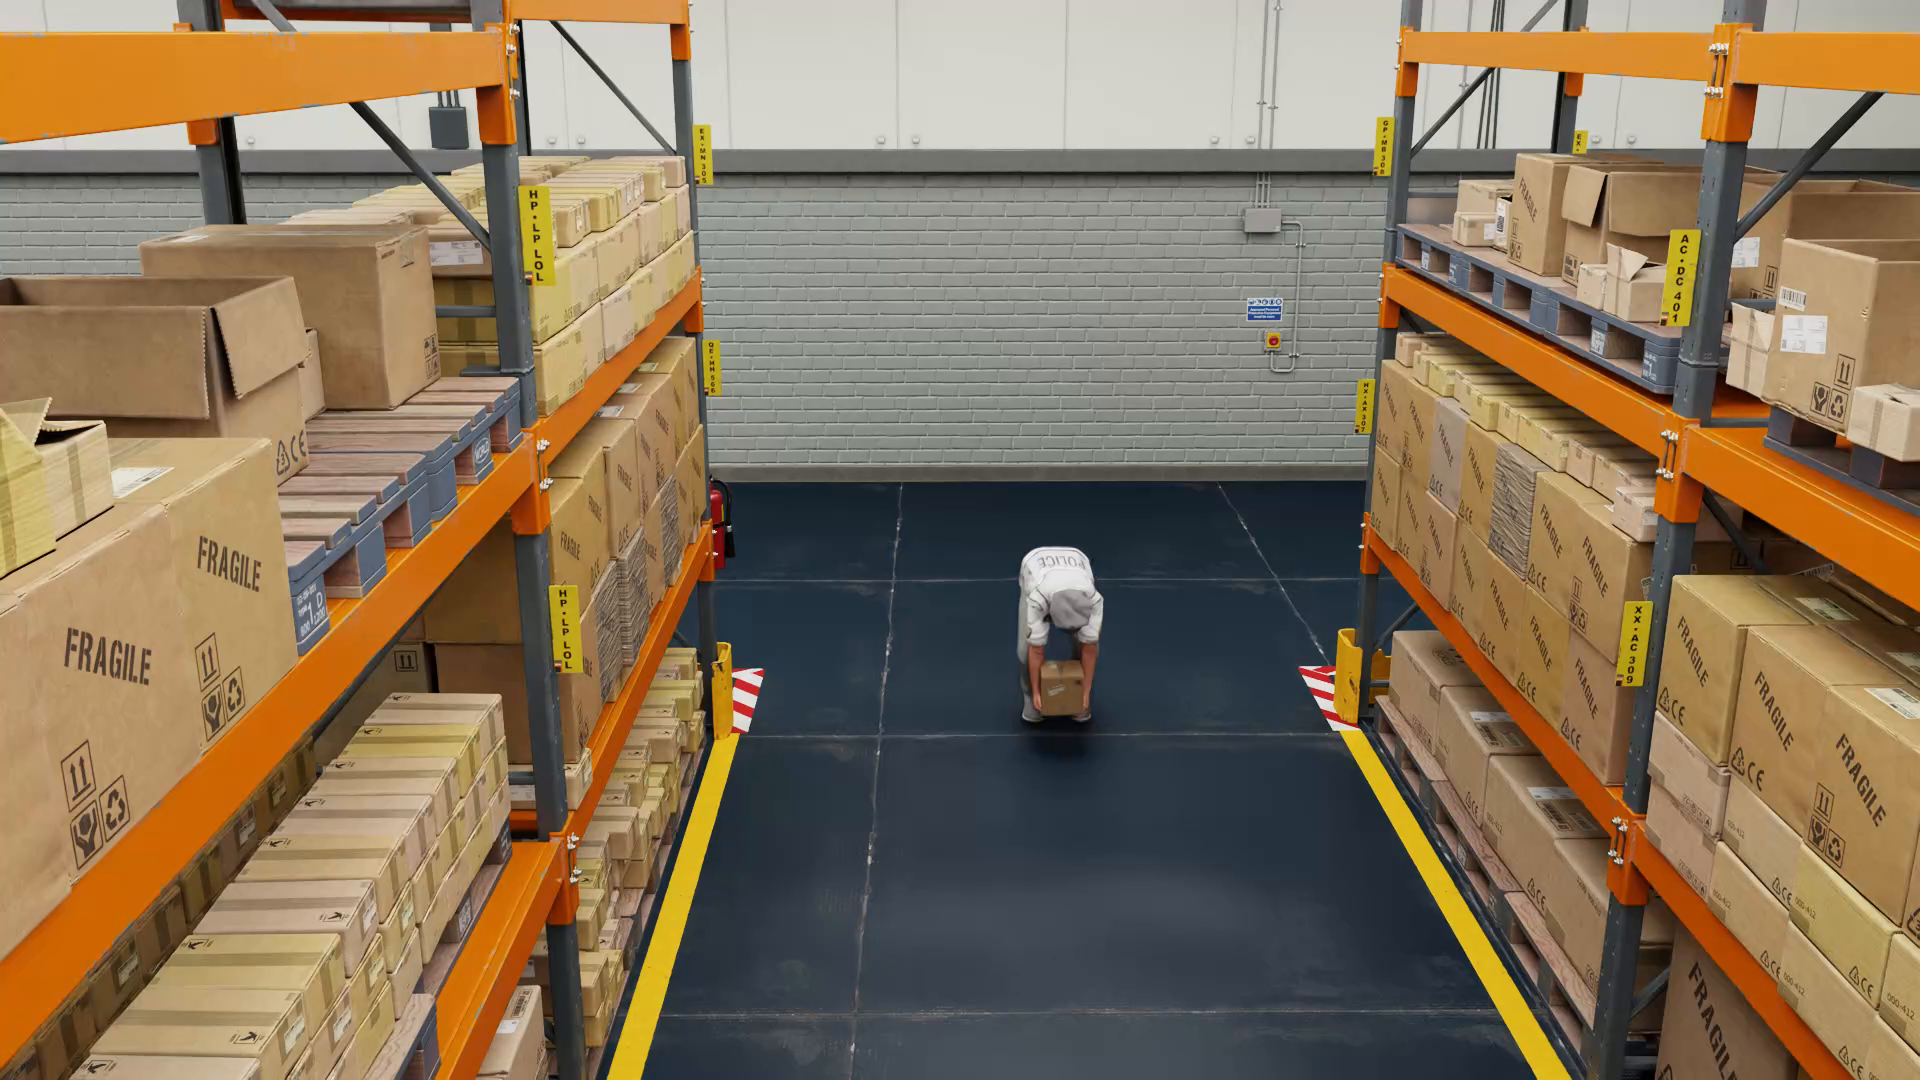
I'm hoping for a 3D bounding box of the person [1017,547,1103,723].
[{"bbox_3d":[0.609,0.641,10.070,0.509,1.091,1.045,-1,17,-3],"label":"person"}]
